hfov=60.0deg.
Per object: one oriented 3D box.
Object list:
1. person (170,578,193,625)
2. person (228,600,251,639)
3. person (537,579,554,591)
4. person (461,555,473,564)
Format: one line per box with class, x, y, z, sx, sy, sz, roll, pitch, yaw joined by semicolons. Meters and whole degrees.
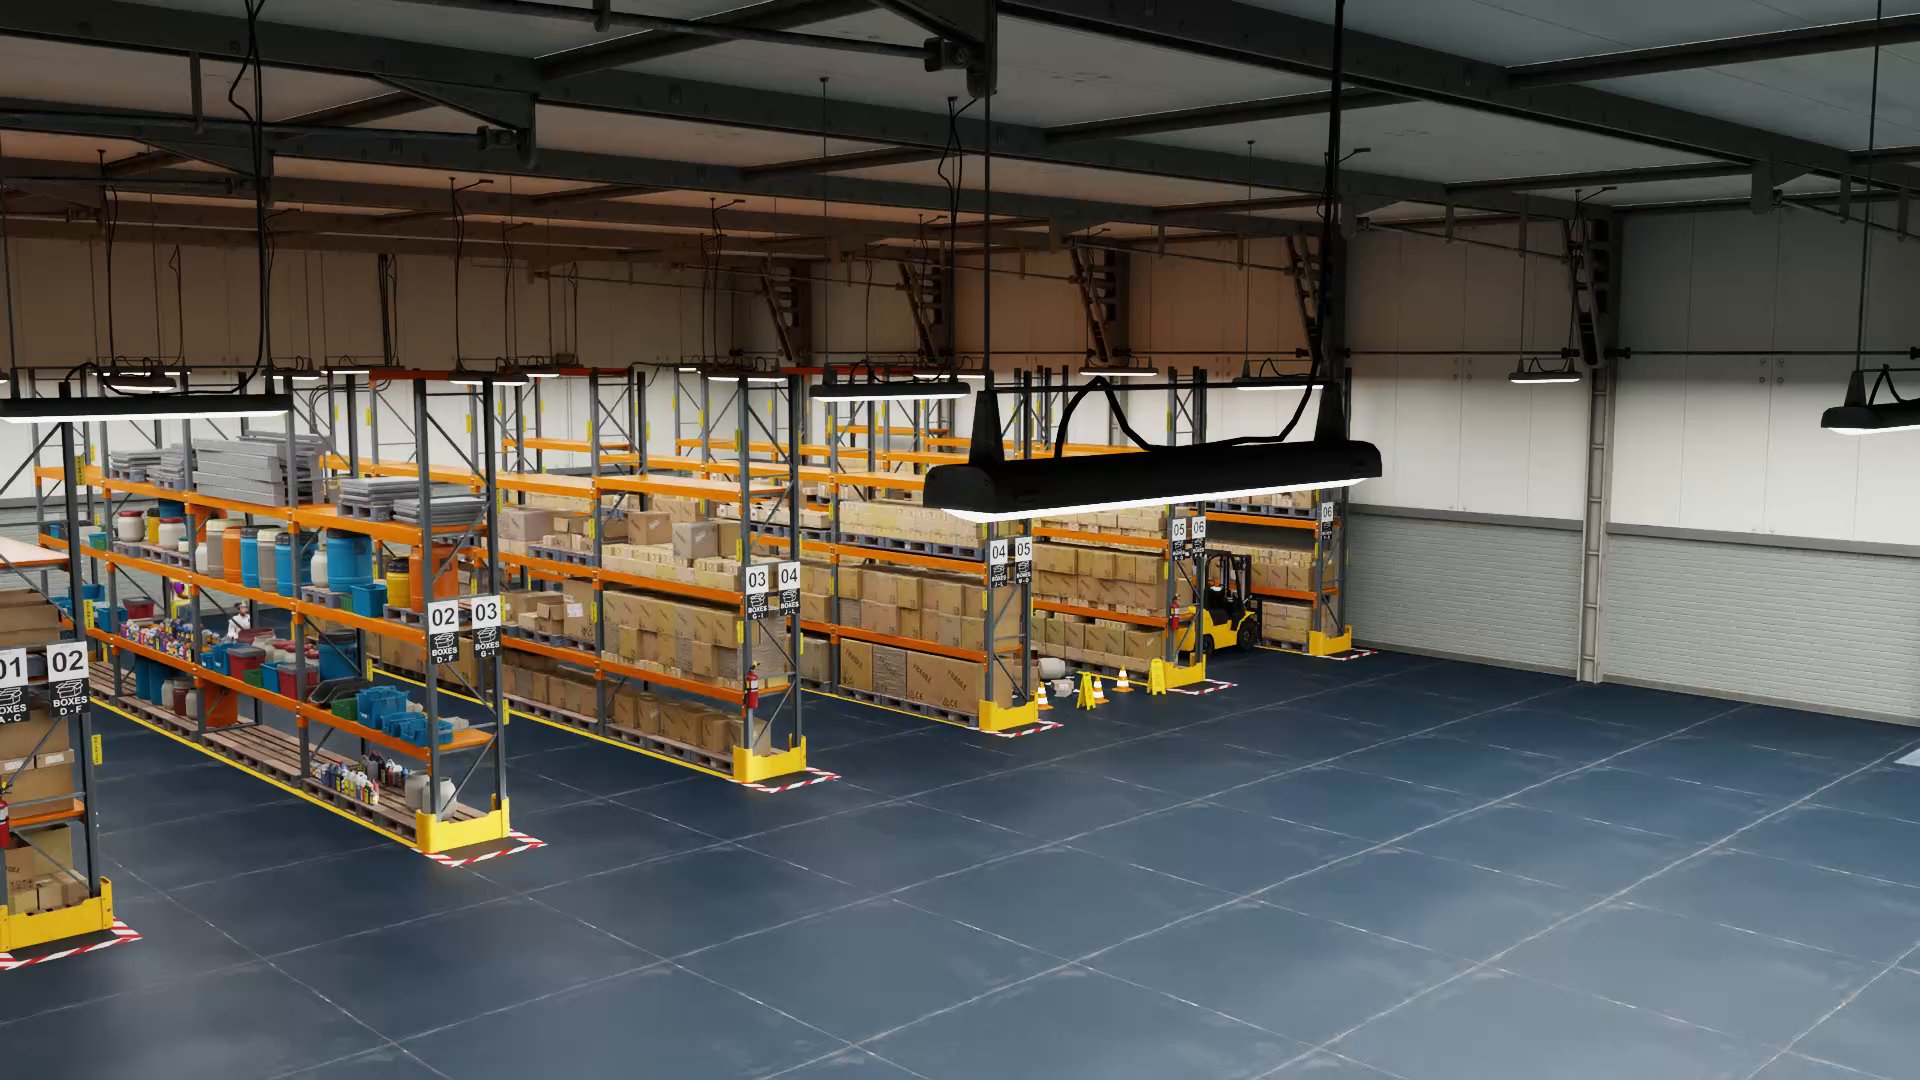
person;-16.848;1.412;36.041;0.705;1.769;0.709;-2;7;-21
person;-13.504;1.964;31.464;0.538;1.659;0.604;6;9;44
person;-10.168;0.888;40.866;0.740;1.770;0.606;1;7;11
person;-11.620;1.007;39.396;0.712;1.633;0.611;1;6;5
